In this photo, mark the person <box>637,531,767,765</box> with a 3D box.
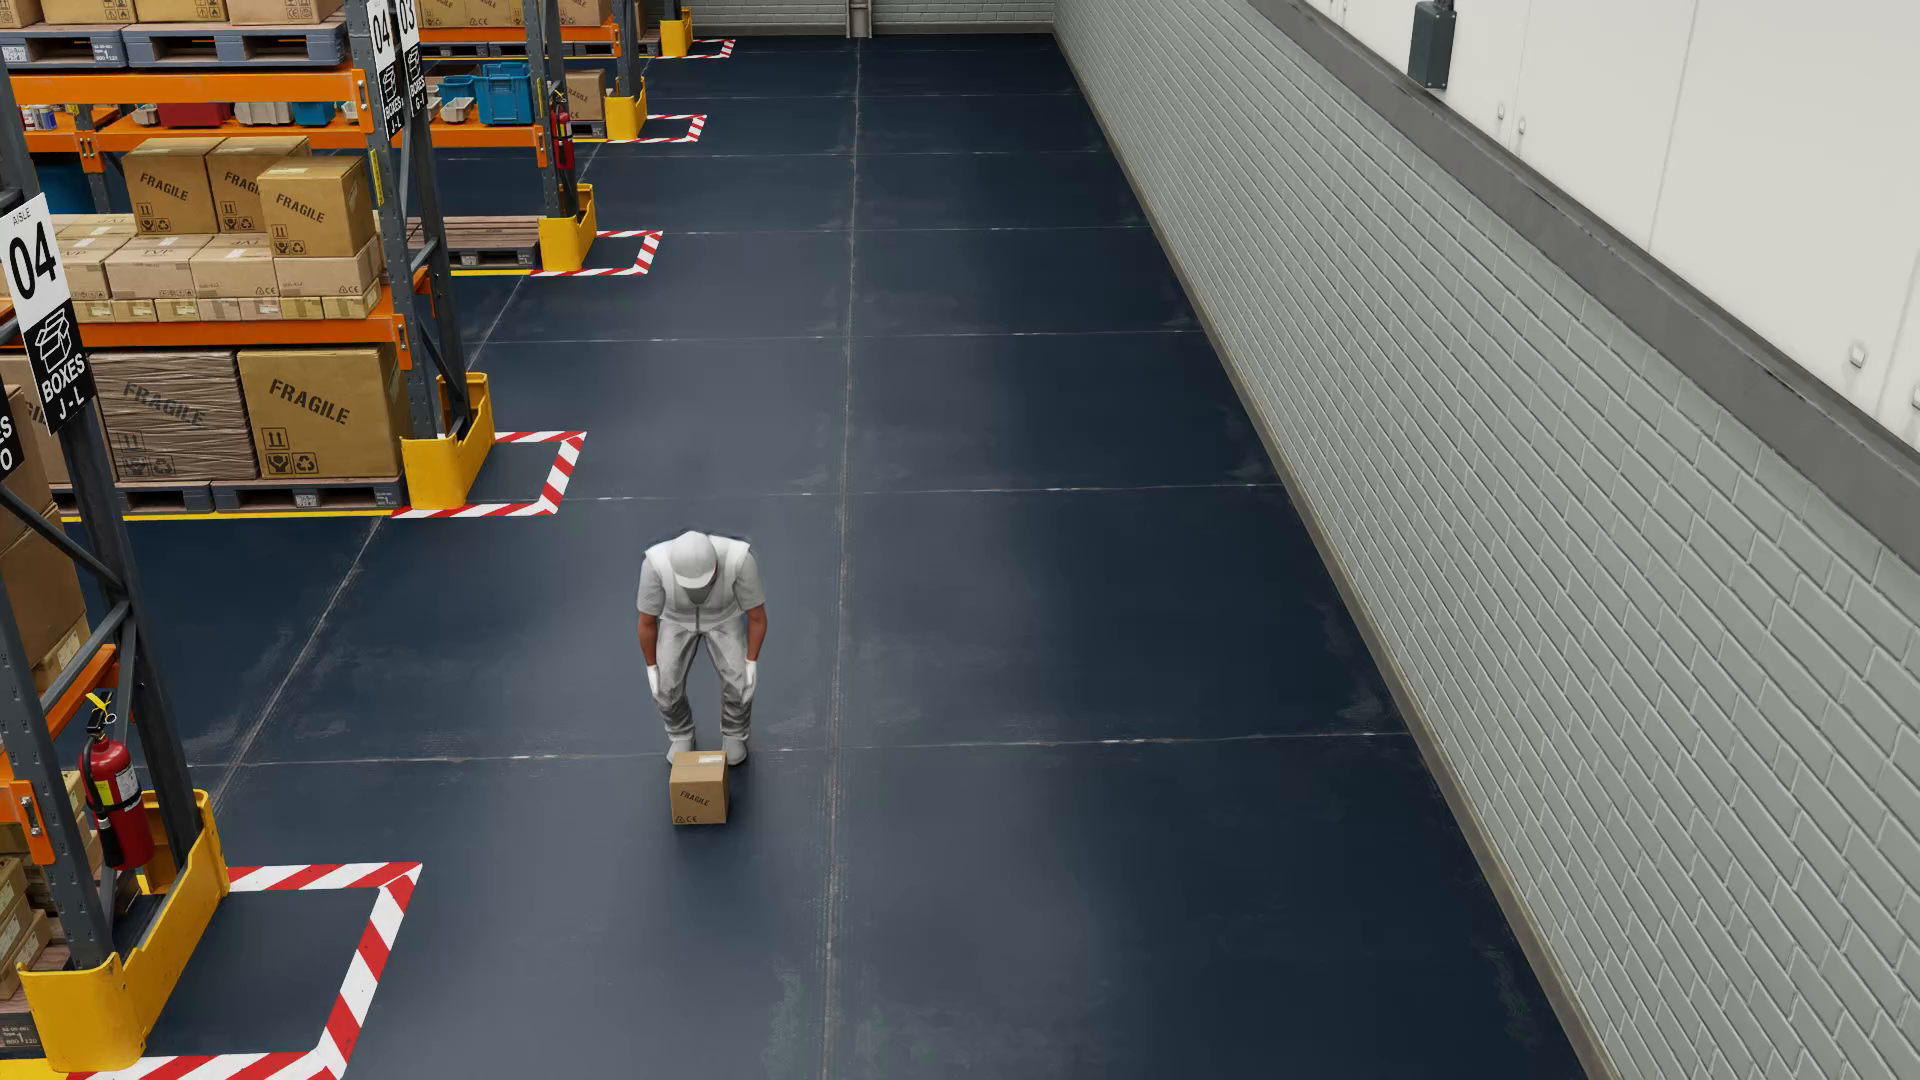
[{"bbox_3d":[-1.231,0.474,8.087,0.613,1.410,0.773,-1,27,-2],"label":"person"}]
